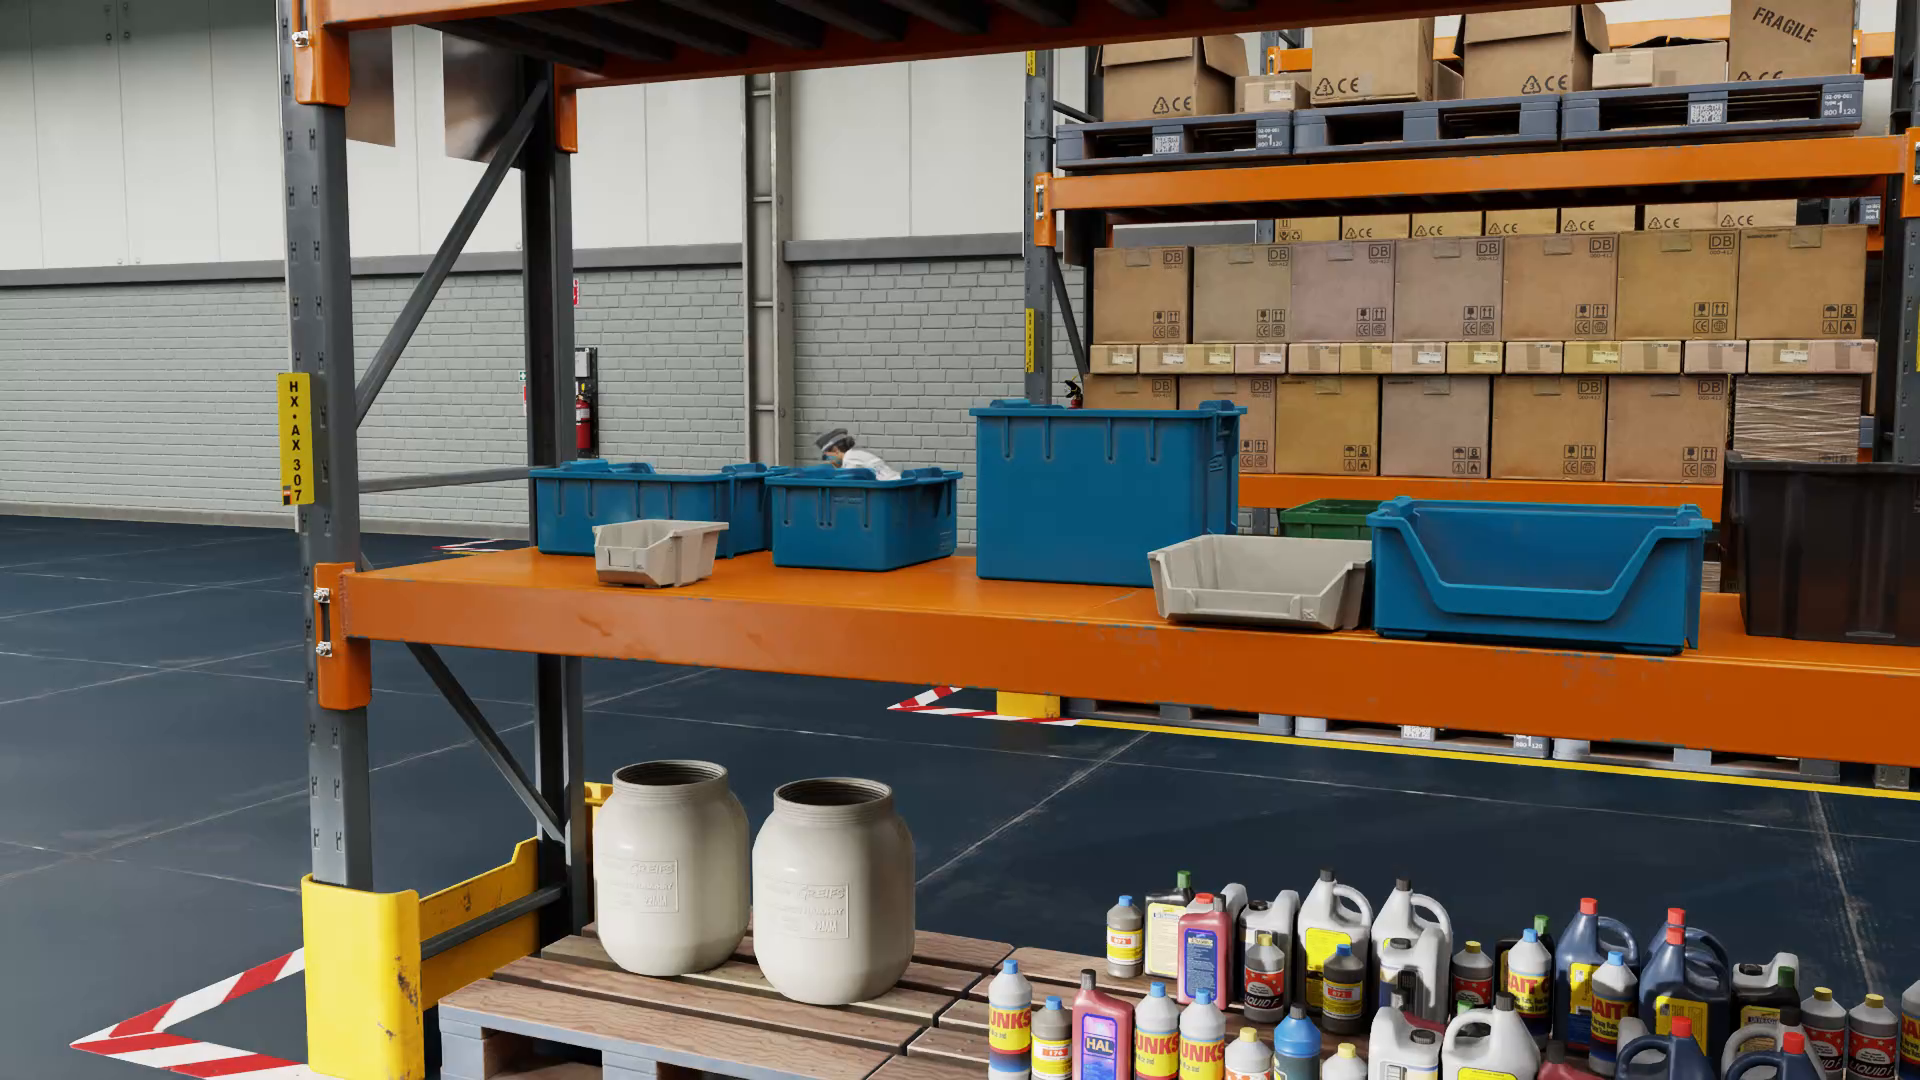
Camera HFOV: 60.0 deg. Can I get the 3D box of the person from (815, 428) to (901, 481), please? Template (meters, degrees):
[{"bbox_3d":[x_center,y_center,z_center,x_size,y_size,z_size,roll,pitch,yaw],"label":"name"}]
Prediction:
[{"bbox_3d":[-0.651,-0.084,11.856,0.814,1.427,0.409,2,6,22],"label":"person"}]
